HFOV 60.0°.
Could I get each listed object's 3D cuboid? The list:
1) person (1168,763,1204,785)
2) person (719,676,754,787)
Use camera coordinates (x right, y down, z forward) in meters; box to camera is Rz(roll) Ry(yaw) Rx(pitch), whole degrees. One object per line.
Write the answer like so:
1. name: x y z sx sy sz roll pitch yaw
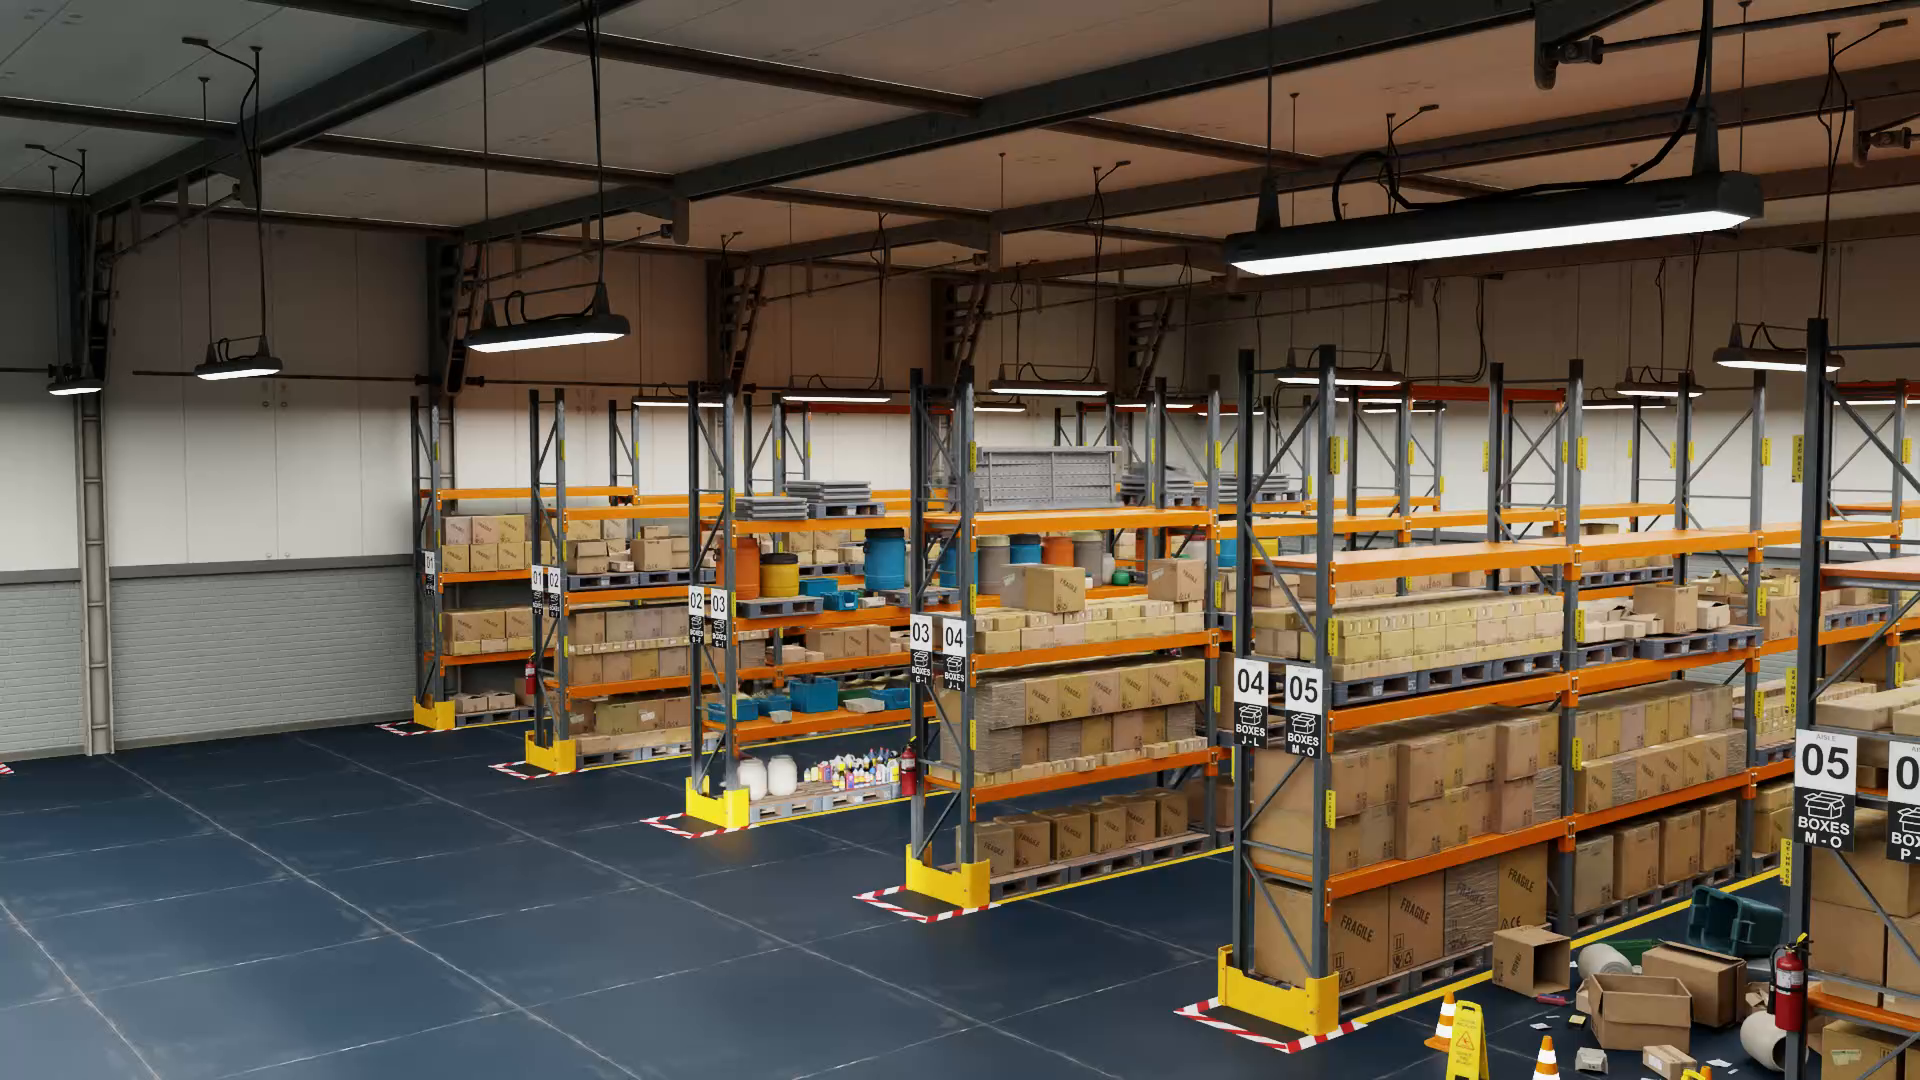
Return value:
1. person: 3.491 2.841 25.216 0.775 1.754 0.584 -3 5 -45
2. person: -3.352 2.859 25.072 0.584 1.641 0.772 2 4 34
